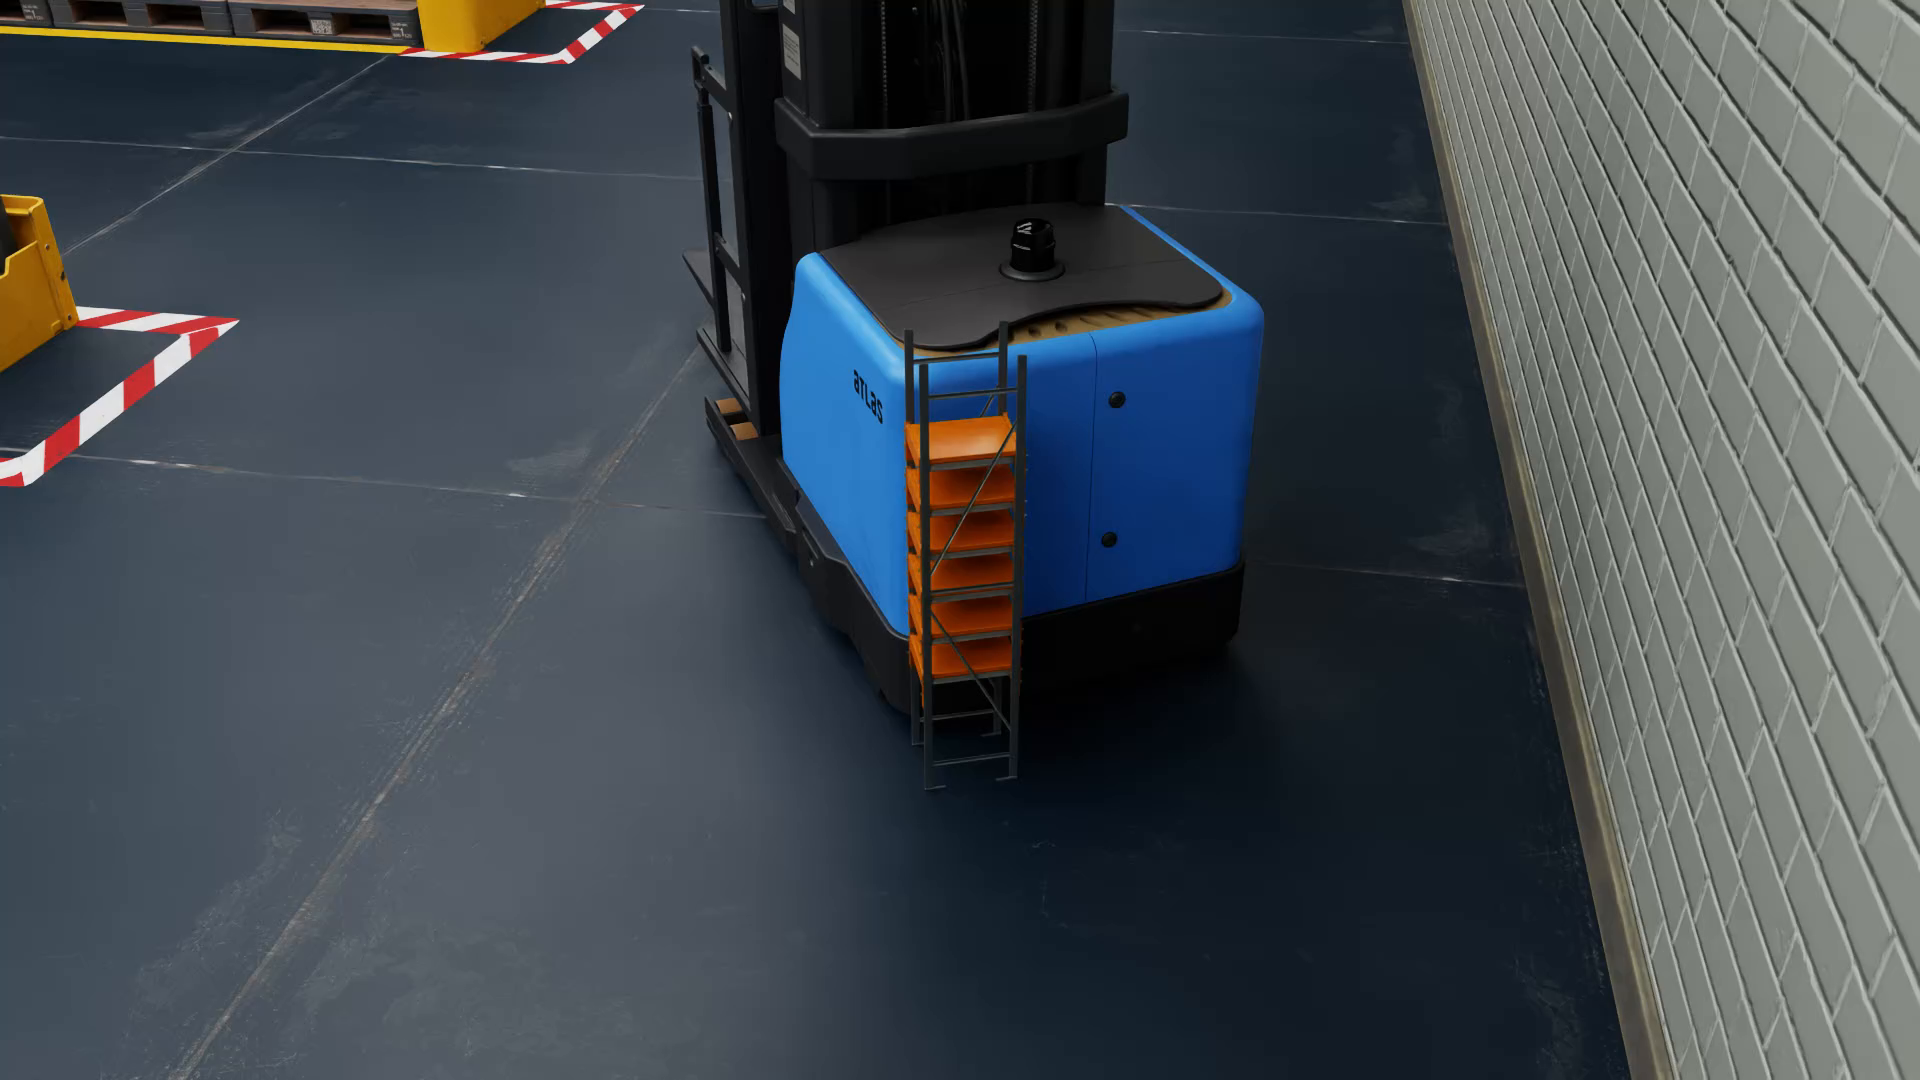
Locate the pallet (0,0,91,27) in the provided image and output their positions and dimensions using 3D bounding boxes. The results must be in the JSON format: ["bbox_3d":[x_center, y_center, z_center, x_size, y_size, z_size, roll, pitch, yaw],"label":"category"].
[{"bbox_3d":[-6.179,-3.599,10.800,1.213,0.211,1.003,5,32,8],"label":"pallet"}]

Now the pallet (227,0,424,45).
[{"bbox_3d":[-3.774,-3.381,10.452,1.213,0.211,1.003,5,32,8],"label":"pallet"}]

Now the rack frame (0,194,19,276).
[{"bbox_3d":[-3.800,-1.879,5.424,0.127,3.000,1.000,5,32,8],"label":"rack frame"}]

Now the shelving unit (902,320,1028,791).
[{"bbox_3d":[0.010,0.069,4.009,0.258,1.200,0.189,-6,33,-10],"label":"shelving unit"}]

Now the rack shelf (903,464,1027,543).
[{"bbox_3d":[0.010,-0.097,3.906,0.258,0.103,0.180,-6,33,-10],"label":"rack shelf"}]

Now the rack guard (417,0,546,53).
[{"bbox_3d":[-2.941,-3.414,10.233,0.348,0.500,1.175,5,32,8],"label":"rack guard"}]

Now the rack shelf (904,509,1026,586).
[{"bbox_3d":[0.010,0.005,3.969,0.258,0.103,0.180,-6,33,-10],"label":"rack shelf"}]

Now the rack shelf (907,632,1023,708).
[{"bbox_3d":[0.010,0.310,4.160,0.258,0.103,0.180,-6,33,-10],"label":"rack shelf"}]

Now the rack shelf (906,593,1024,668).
[{"bbox_3d":[0.010,0.208,4.097,0.258,0.103,0.180,-6,33,-10],"label":"rack shelf"}]

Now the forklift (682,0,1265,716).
[{"bbox_3d":[-0.234,-1.548,4.961,1.130,2.935,3.031,-12,34,-19],"label":"forklift"}]

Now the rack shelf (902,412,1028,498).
[{"bbox_3d":[0.010,-0.199,3.842,0.258,0.103,0.180,-6,33,-10],"label":"rack shelf"}]

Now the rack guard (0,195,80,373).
[{"bbox_3d":[-3.777,-0.817,6.084,0.348,0.500,1.175,5,32,8],"label":"rack guard"}]

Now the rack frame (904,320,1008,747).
[{"bbox_3d":[-0.008,0.021,4.085,0.240,1.200,0.006,-6,33,-10],"label":"rack frame"}]

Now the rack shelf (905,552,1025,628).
[{"bbox_3d":[0.010,0.106,4.033,0.258,0.103,0.180,-6,33,-10],"label":"rack shelf"}]

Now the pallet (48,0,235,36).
[{"bbox_3d":[-4.973,-3.491,10.628,1.213,0.211,1.003,5,32,8],"label":"pallet"}]

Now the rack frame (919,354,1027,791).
[{"bbox_3d":[0.029,0.116,3.933,0.240,1.200,0.006,-6,33,-10],"label":"rack frame"}]
